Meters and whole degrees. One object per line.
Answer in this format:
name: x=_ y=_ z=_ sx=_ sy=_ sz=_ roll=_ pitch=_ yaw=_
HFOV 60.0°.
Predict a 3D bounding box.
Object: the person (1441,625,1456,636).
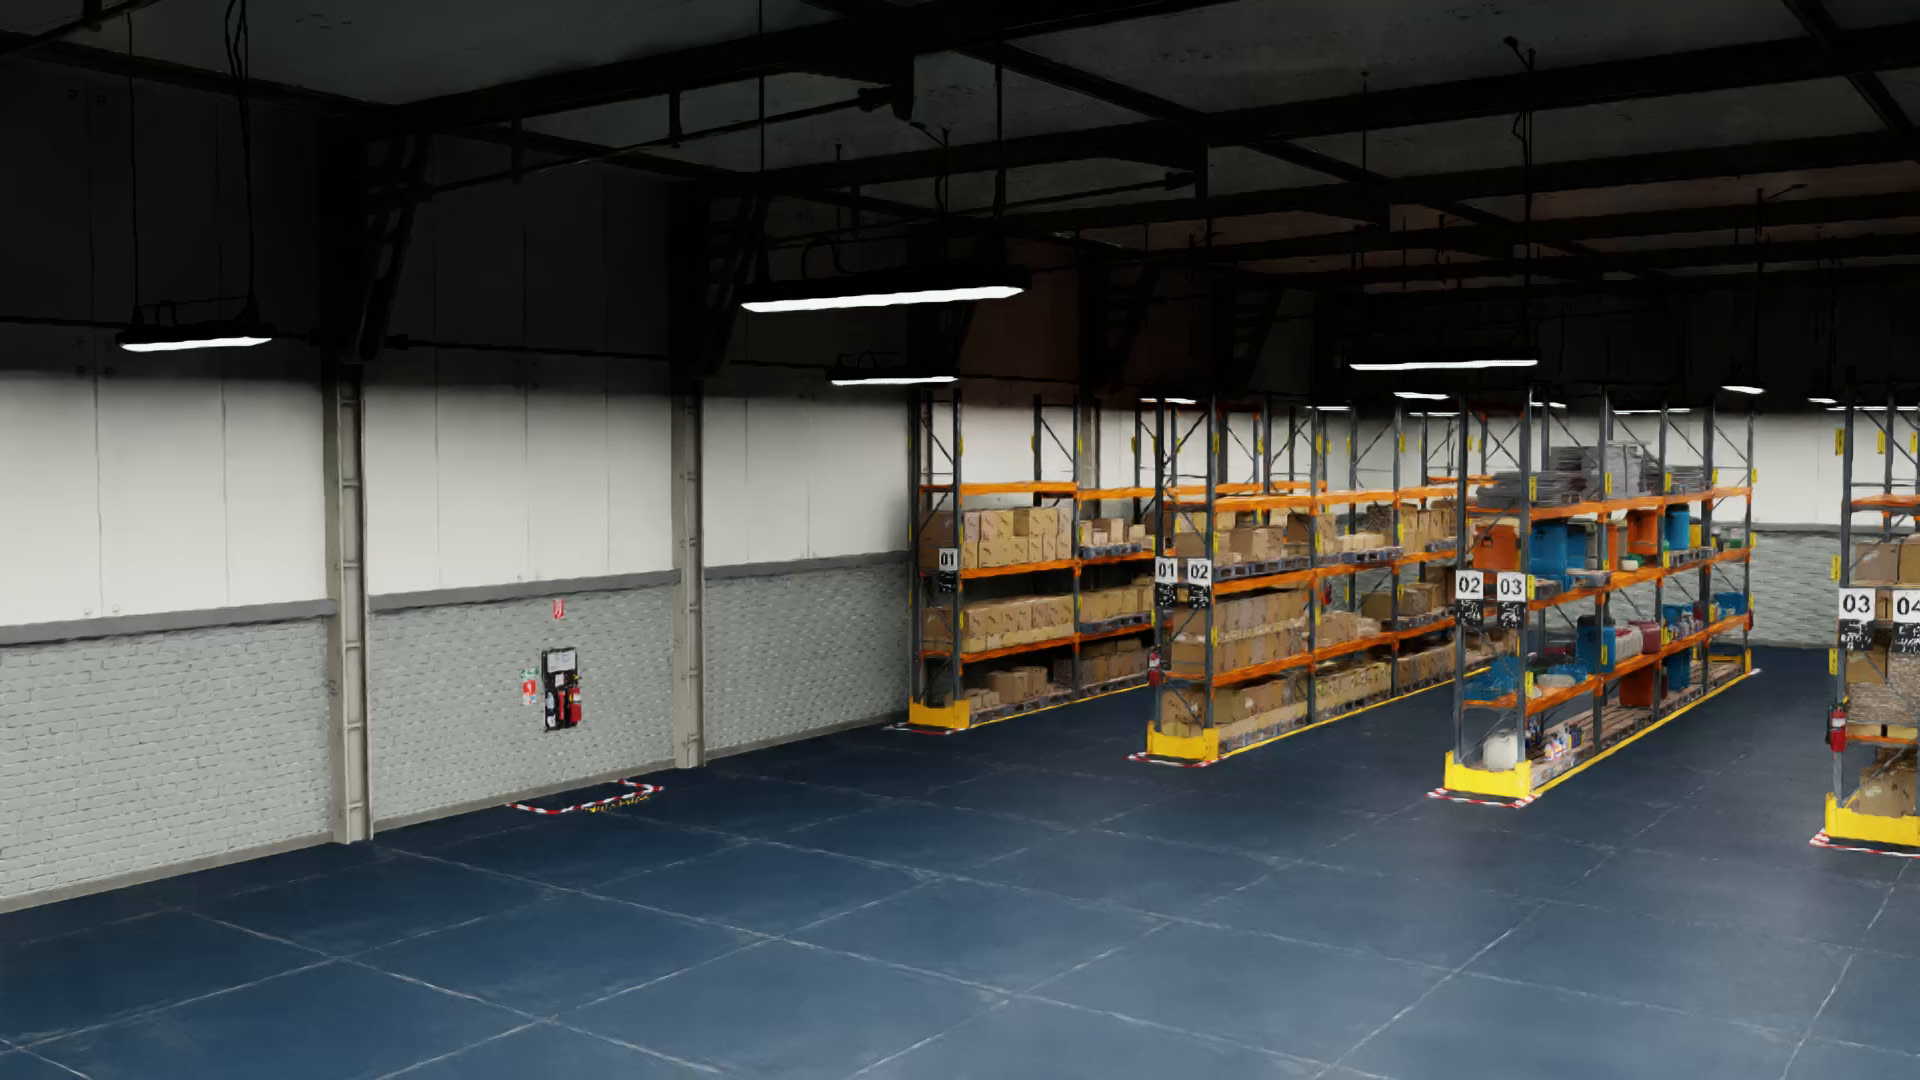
person: x=12.488 y=1.797 z=42.123 sx=0.636 sy=1.586 sz=0.530 roll=-1 pitch=3 yaw=-18
